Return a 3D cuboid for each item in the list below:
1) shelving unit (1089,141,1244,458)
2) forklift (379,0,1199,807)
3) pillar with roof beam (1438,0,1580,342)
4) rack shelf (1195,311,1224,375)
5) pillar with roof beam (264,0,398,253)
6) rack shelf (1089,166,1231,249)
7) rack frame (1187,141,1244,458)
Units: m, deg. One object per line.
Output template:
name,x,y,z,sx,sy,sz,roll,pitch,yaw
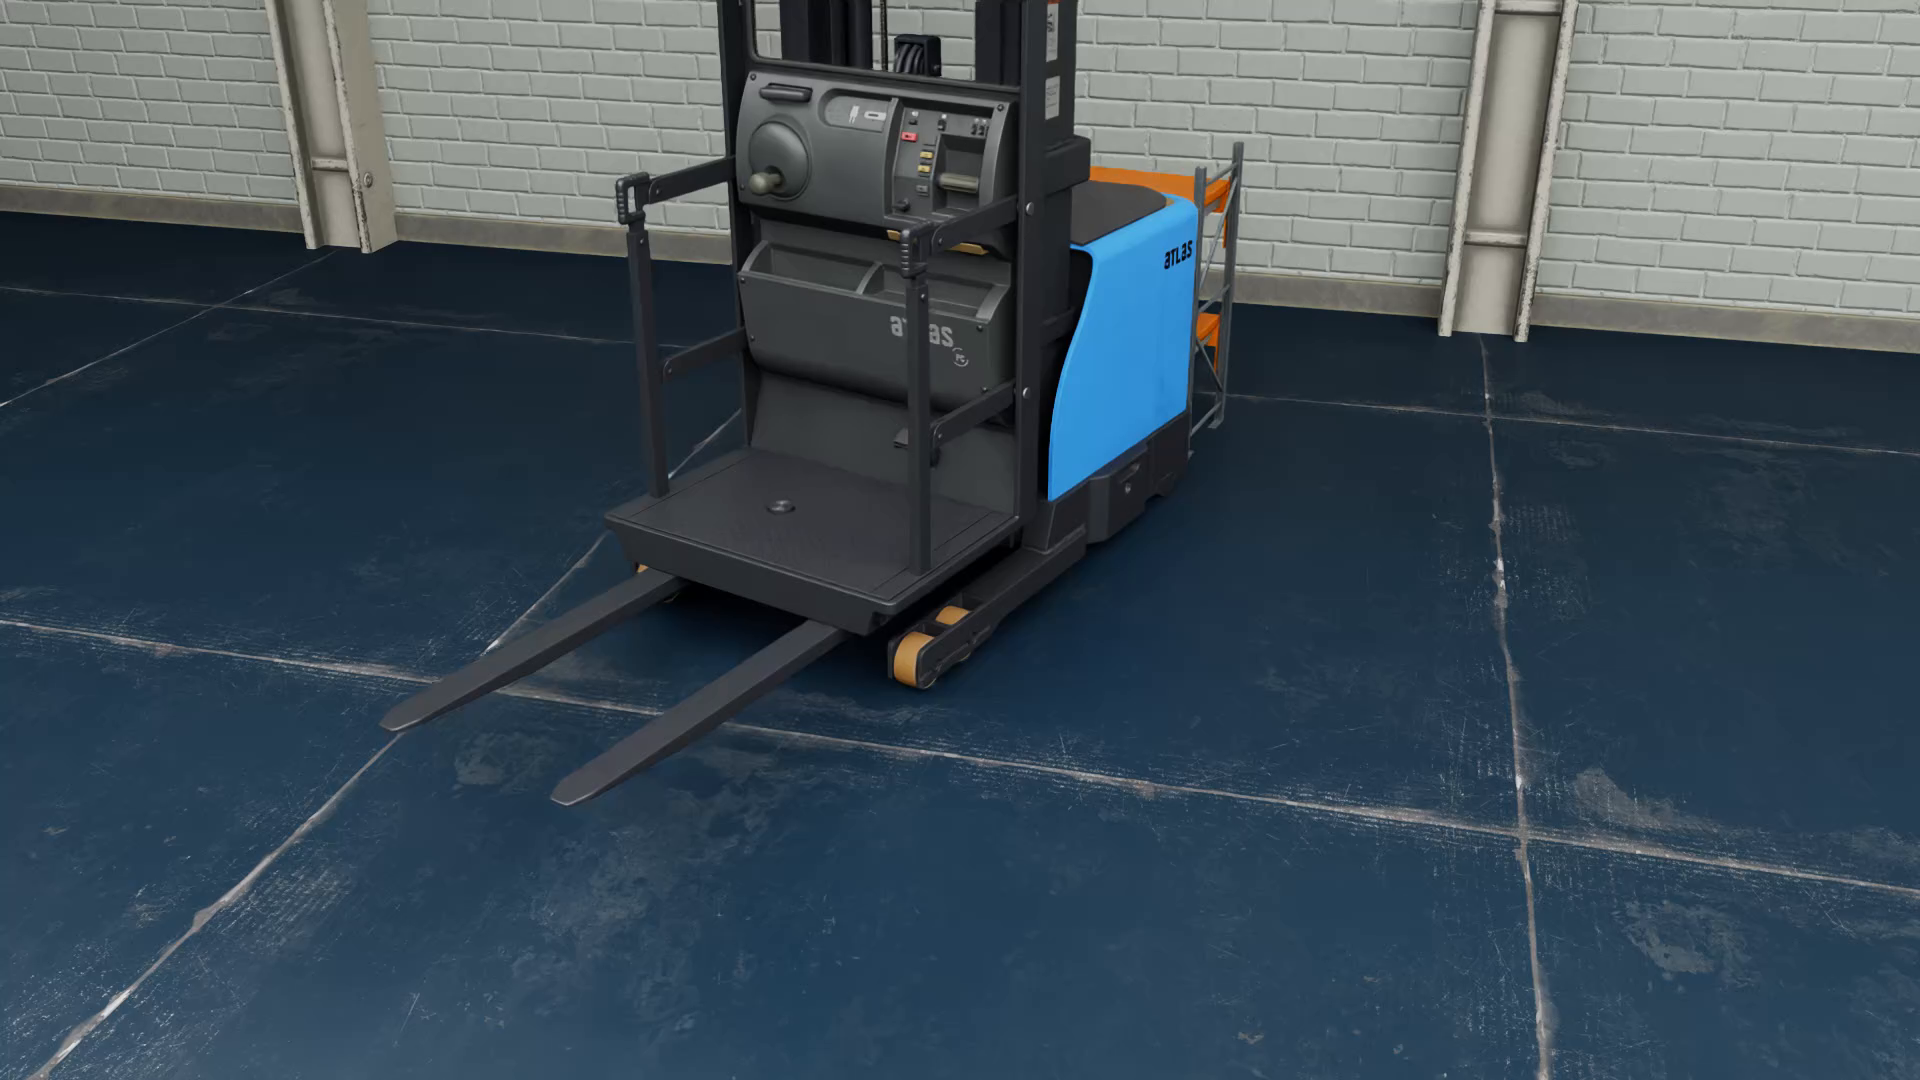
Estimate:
shelving unit,0.497,-0.999,6.538,1.048,1.125,0.538,12,28,23
forklift,-0.384,-1.120,4.692,1.130,2.935,3.031,16,30,29
pillar with roof beam,1.388,-3.268,2.145,0.400,9.000,9.100,6,26,13
rack shelf,0.497,-0.778,6.643,1.000,0.278,0.538,12,28,23
pillar with roof beam,-4.423,-3.910,3.495,0.400,9.000,9.100,6,26,13
rack shelf,0.497,-1.264,6.413,1.000,0.278,0.538,12,28,23
rack frame,0.956,-0.905,6.340,0.032,1.125,0.500,12,28,23
